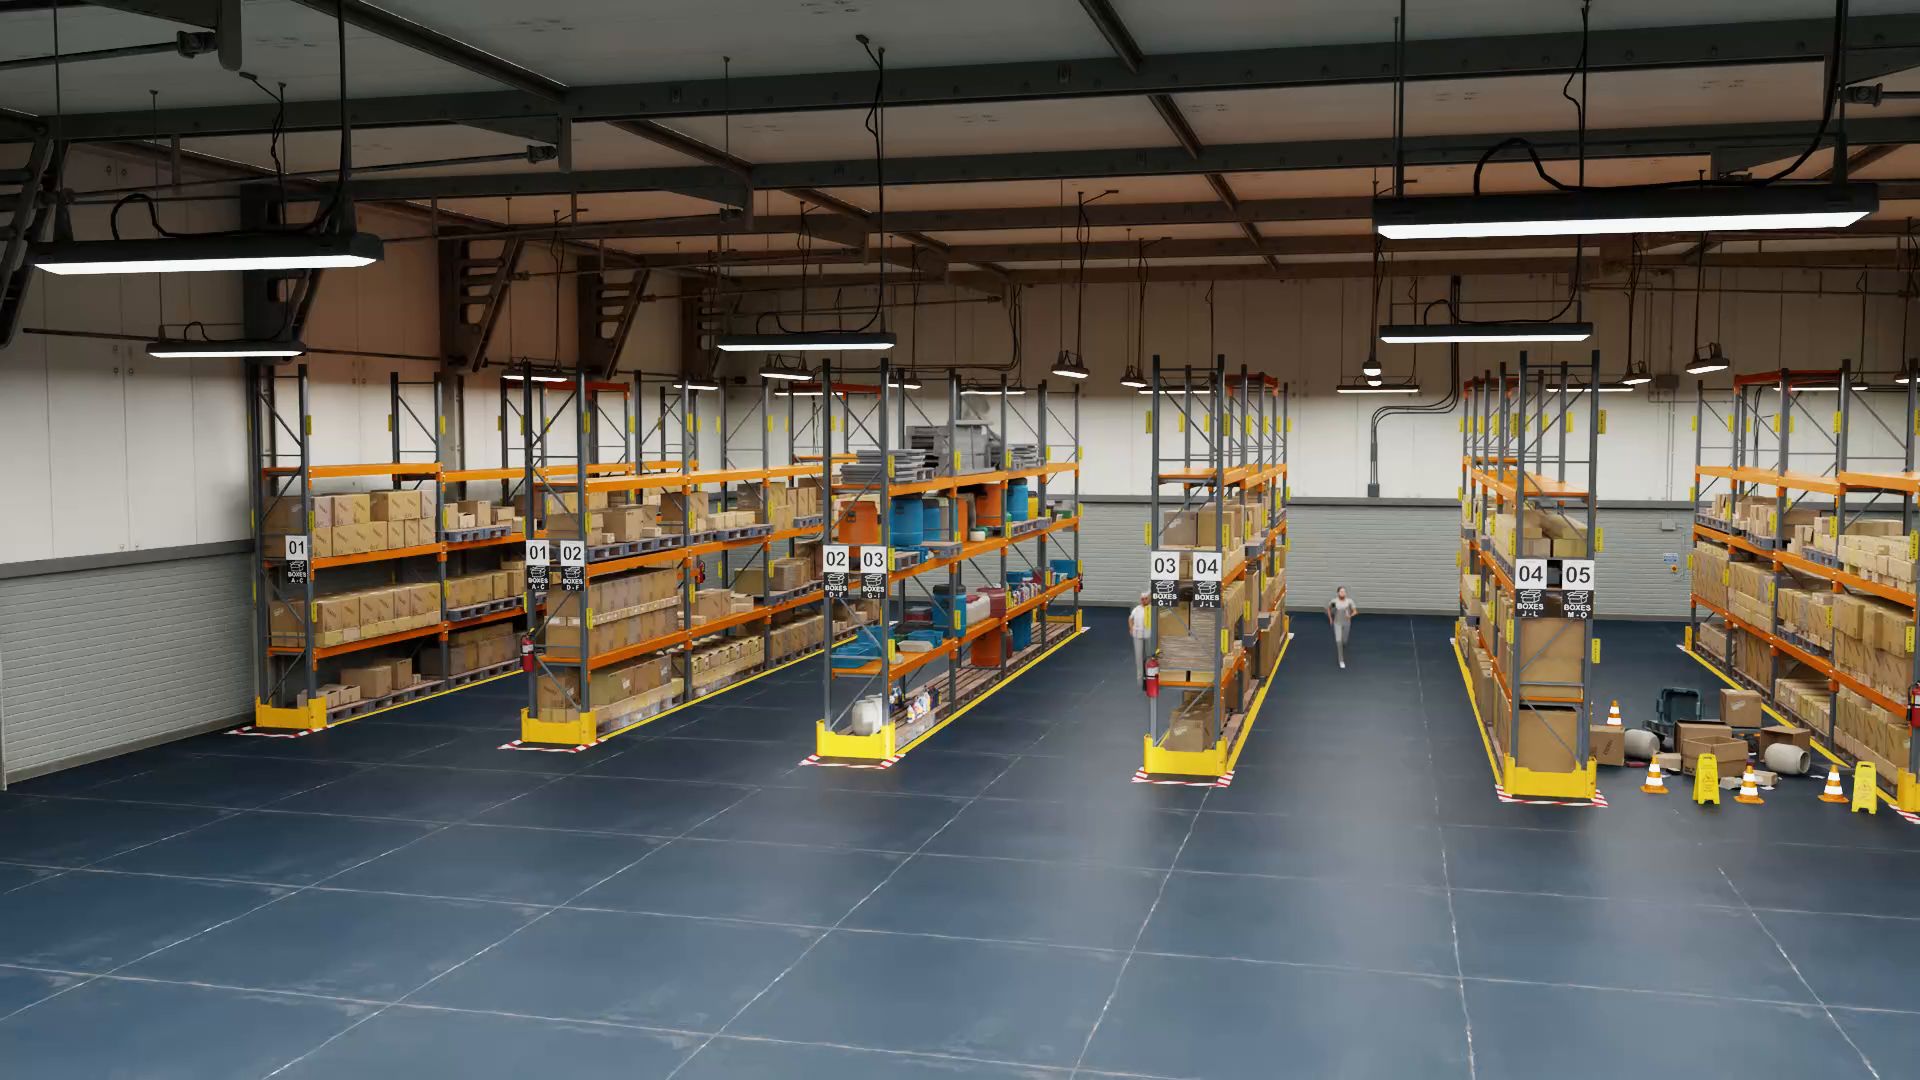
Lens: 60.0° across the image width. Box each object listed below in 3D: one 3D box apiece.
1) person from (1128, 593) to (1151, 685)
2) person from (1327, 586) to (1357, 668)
[{"bbox_3d":[3.369,1.804,30.410,0.620,1.675,0.786,1,4,10],"label":"person"},{"bbox_3d":[7.954,1.789,34.648,0.599,1.673,0.890,0,4,7],"label":"person"}]
